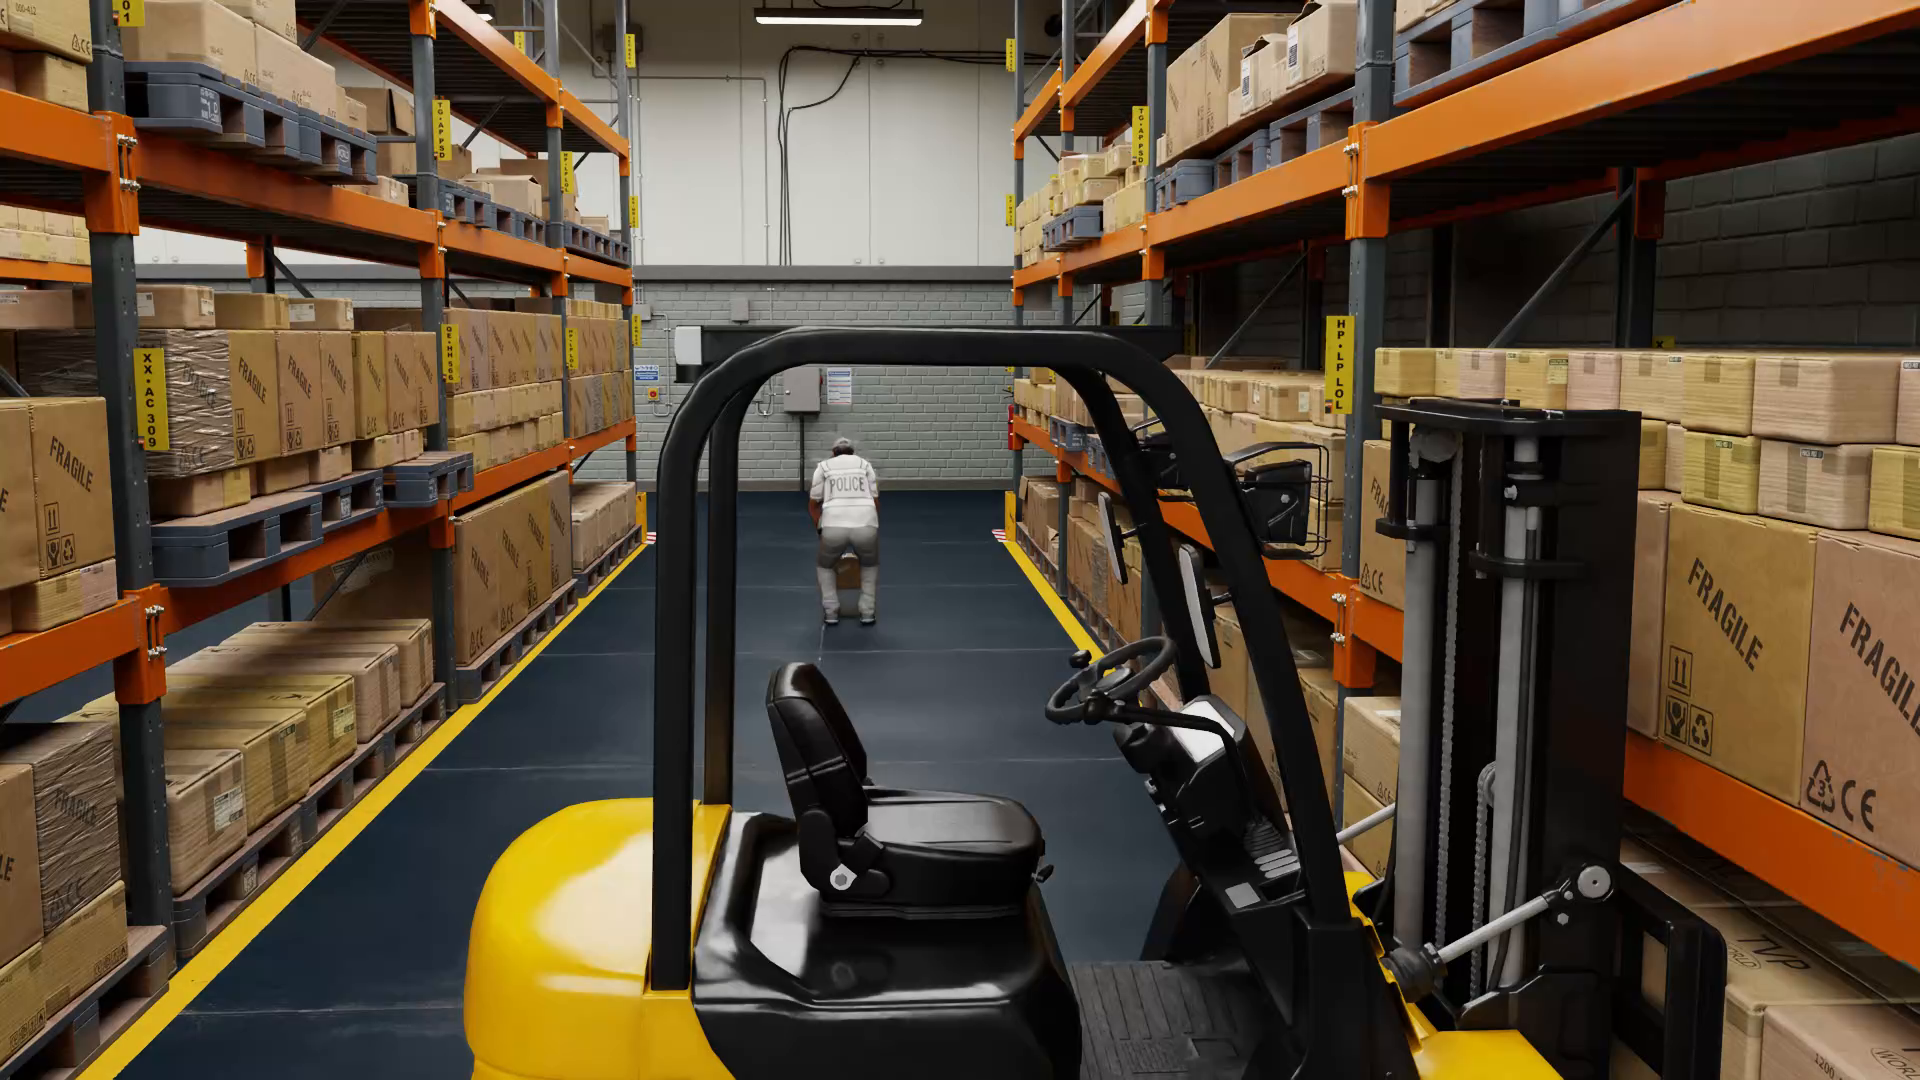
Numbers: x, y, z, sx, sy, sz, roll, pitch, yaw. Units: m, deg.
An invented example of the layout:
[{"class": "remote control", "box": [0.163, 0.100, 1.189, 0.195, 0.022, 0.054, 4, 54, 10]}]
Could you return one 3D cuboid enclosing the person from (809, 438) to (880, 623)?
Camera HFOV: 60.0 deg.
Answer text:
[{"class": "person", "box": [-0.869, -0.064, 12.488, 0.534, 1.379, 0.727, 0, 7, -4]}]
